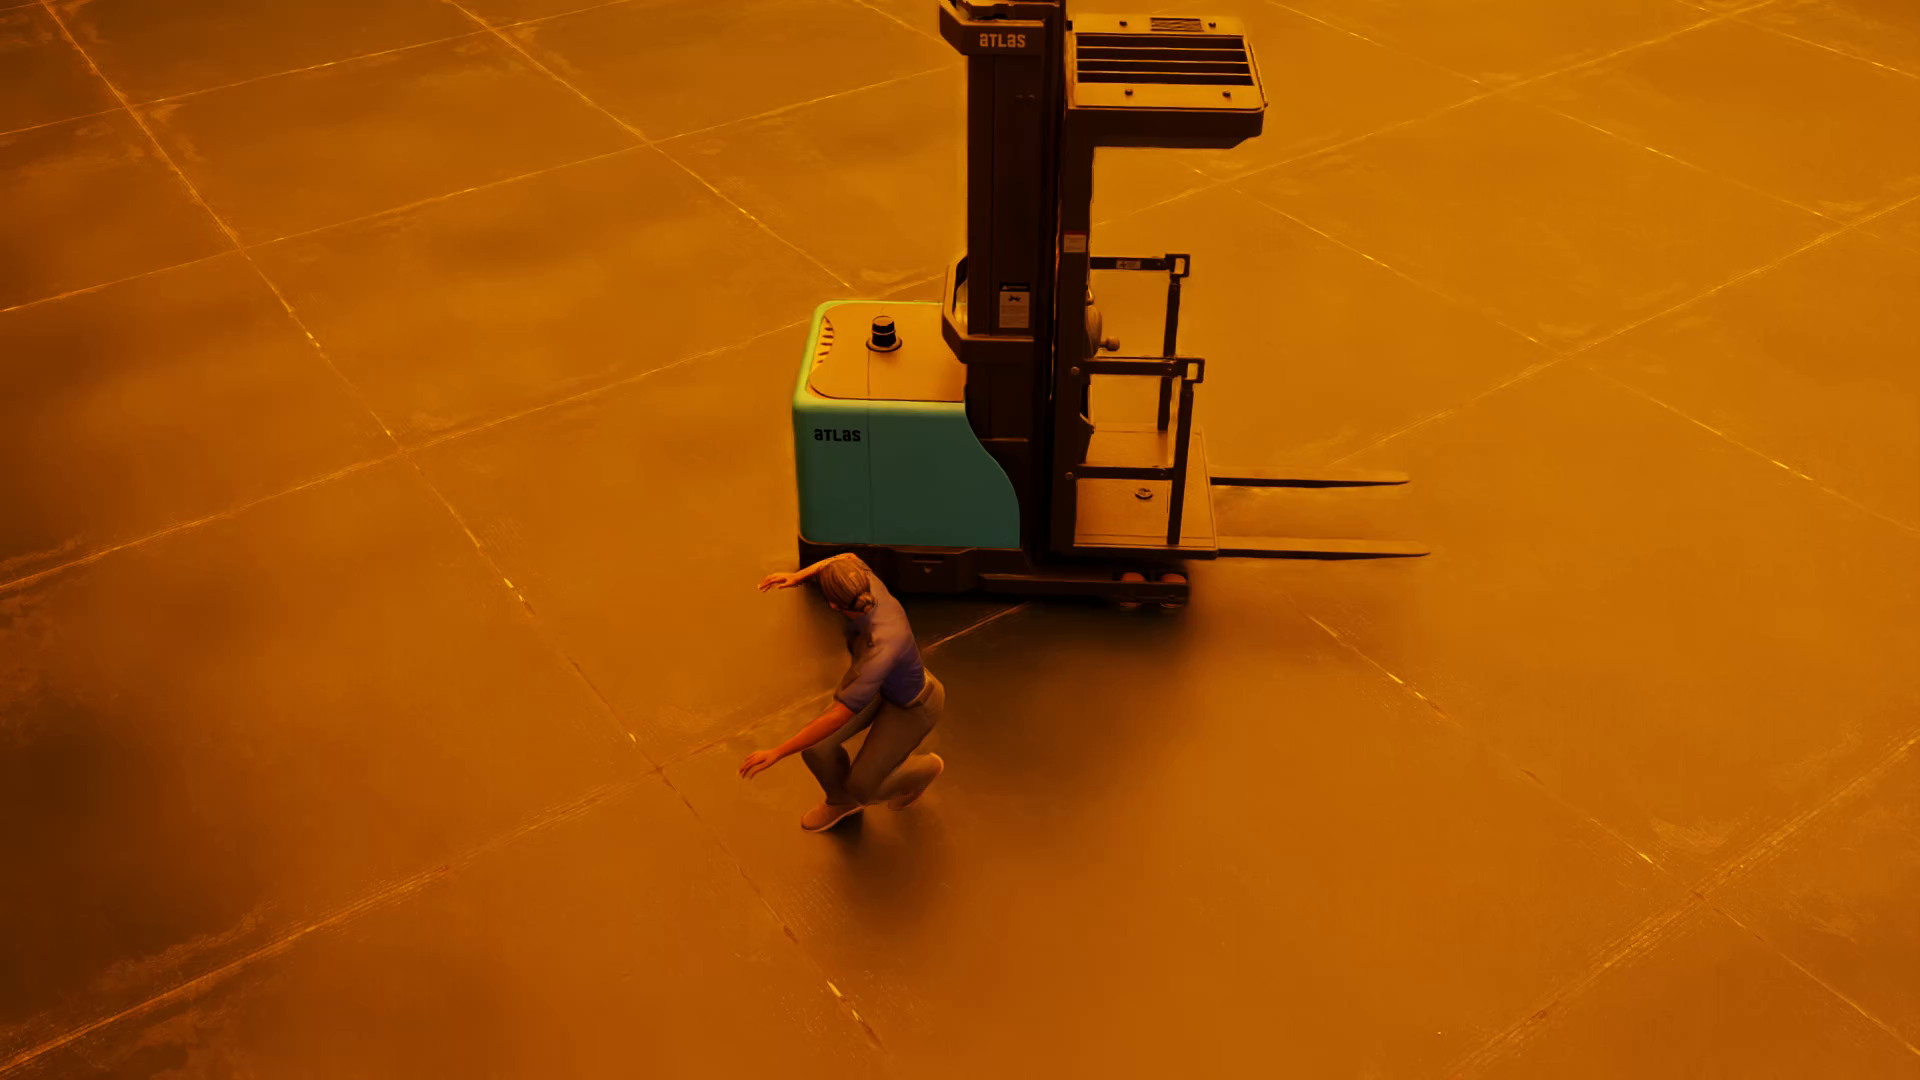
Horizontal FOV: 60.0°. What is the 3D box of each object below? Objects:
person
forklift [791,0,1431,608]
[{"bbox_3d":[-0.525,0.642,6.401,0.951,1.374,0.690,-22,42,-27],"label":"person"},{"bbox_3d":[0.756,-1.178,7.537,3.031,2.935,1.130,2,37,2],"label":"forklift"}]
